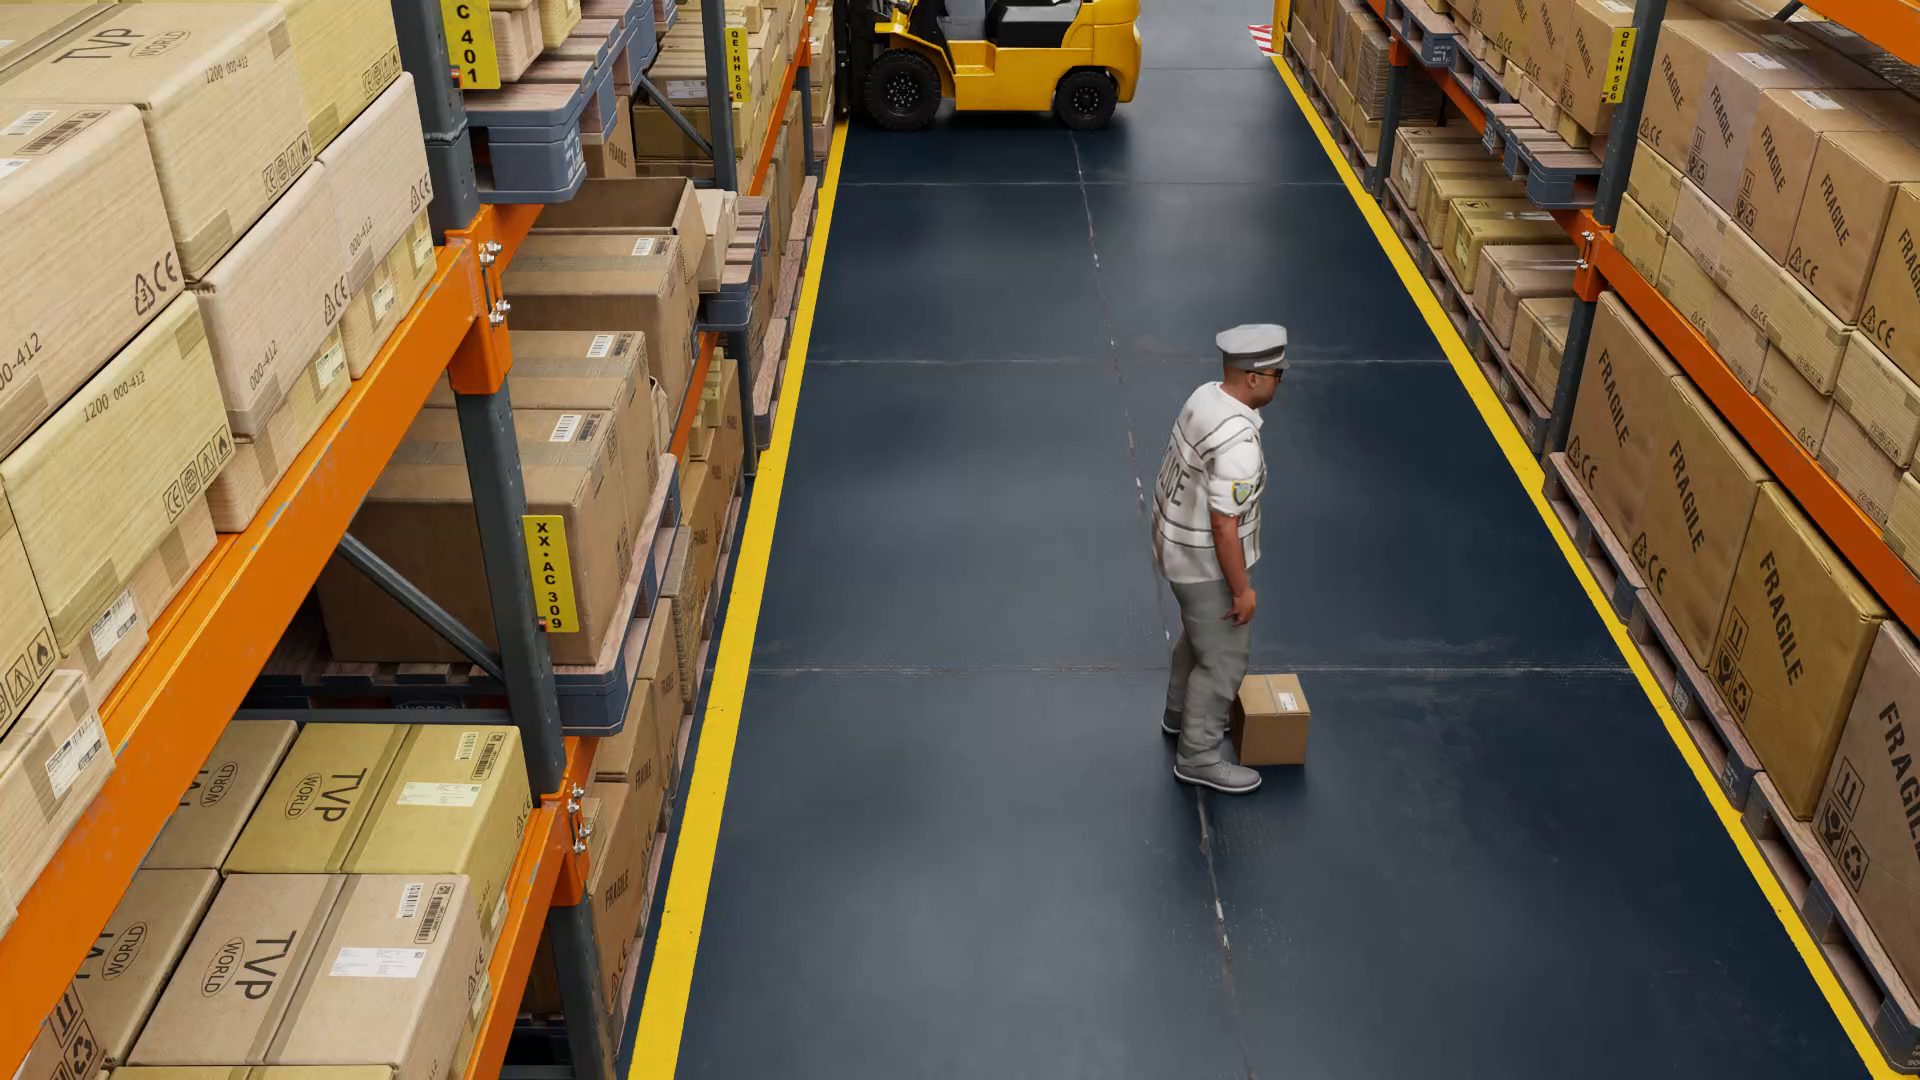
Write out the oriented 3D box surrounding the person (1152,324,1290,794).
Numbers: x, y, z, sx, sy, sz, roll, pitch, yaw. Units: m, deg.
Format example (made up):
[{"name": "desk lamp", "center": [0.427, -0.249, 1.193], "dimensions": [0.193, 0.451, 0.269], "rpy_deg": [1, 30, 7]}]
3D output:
[{"name": "person", "center": [0.915, 0.057, 6.032], "dimensions": [0.430, 1.749, 0.606], "rpy_deg": [-2, 31, -3]}]
